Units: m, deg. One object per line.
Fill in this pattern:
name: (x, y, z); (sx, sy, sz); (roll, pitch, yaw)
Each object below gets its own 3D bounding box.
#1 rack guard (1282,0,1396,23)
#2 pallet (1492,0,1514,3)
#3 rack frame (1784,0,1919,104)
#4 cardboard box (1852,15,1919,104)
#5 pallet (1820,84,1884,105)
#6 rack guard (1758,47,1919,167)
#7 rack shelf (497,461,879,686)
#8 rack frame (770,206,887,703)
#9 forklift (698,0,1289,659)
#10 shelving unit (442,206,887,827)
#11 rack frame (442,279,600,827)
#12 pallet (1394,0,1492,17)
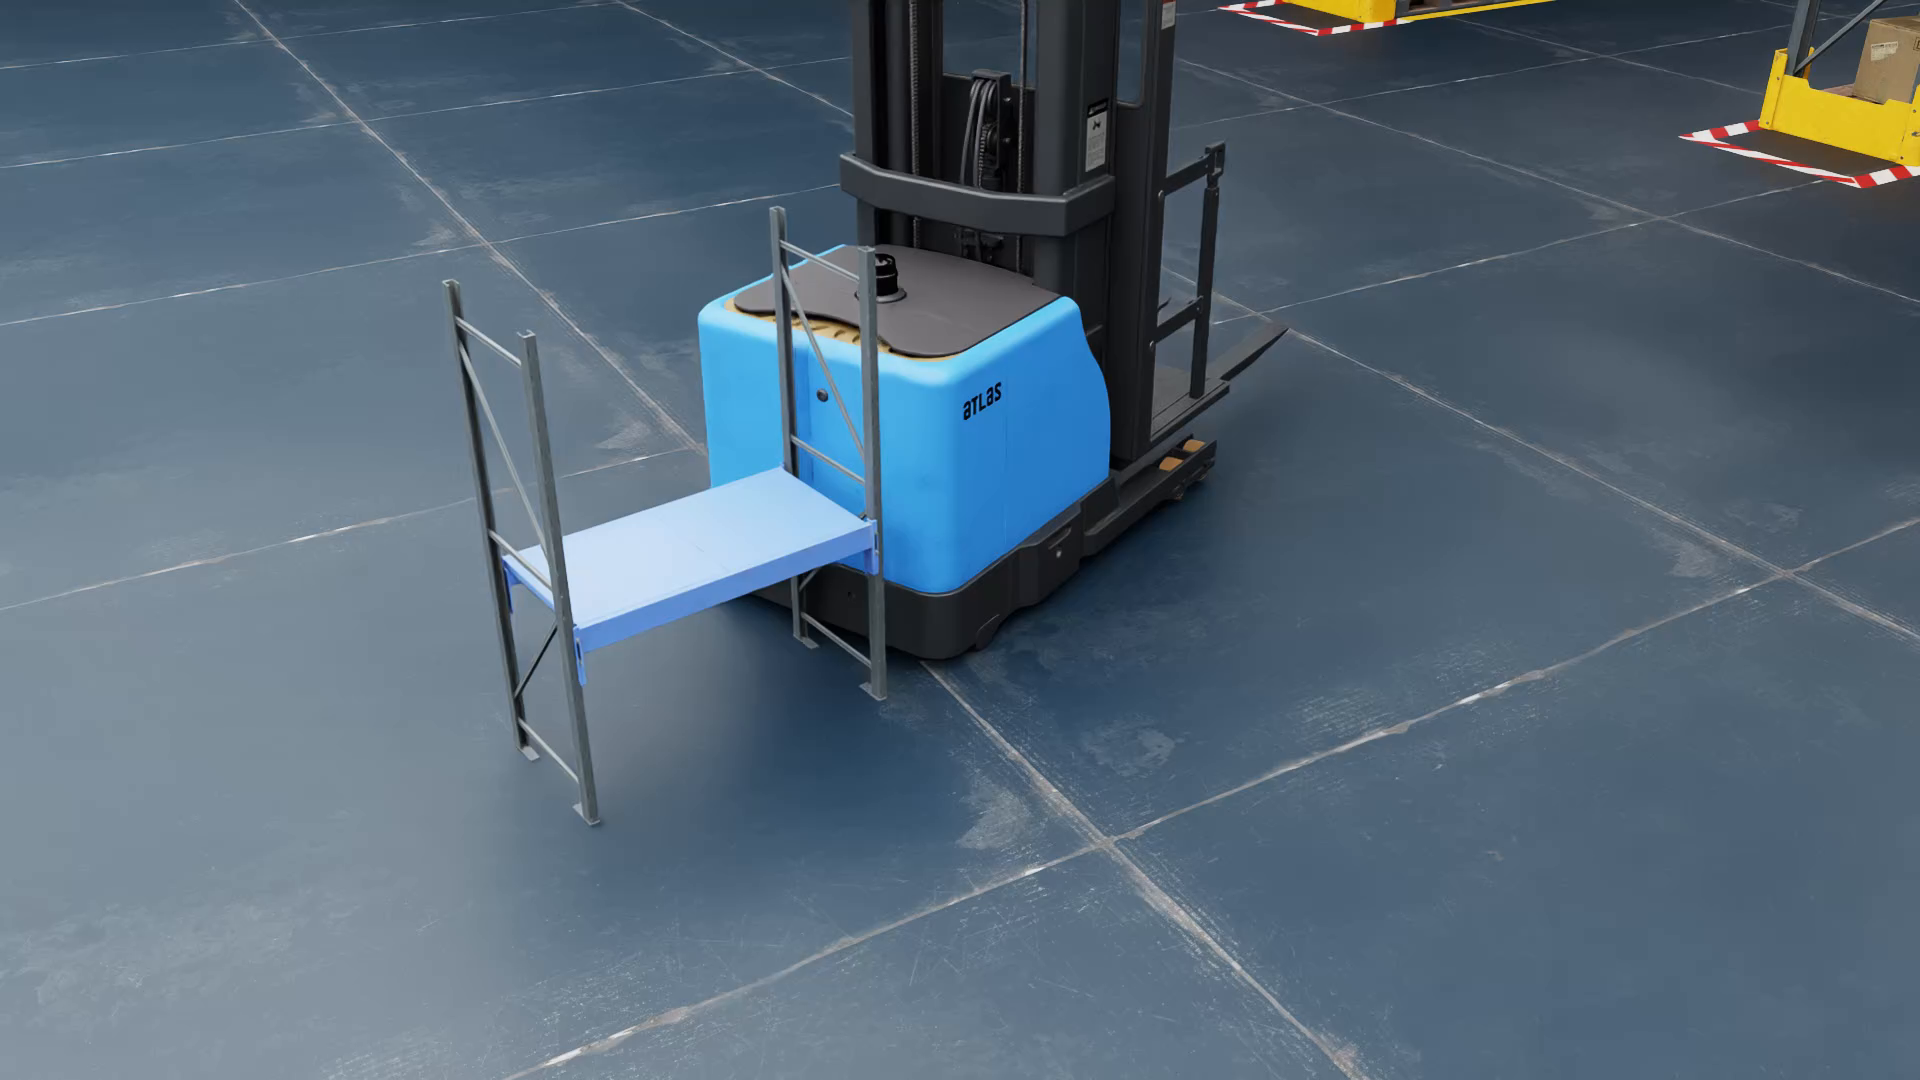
rack guard: (3.354, -4.940, 14.685); (0.348, 0.500, 1.175); (-16, 33, -26)
pallet: (5.107, -5.307, 15.648); (1.213, 0.211, 1.003); (-16, 33, -26)
rack frame: (5.821, -3.933, 10.273); (0.127, 3.000, 1.000); (-16, 33, -26)
cardboard box: (6.368, -3.169, 11.040); (0.500, 0.500, 0.500); (-10, 30, -17)
pallet: (6.605, -2.915, 11.314); (1.213, 0.211, 1.003); (-16, 33, -26)
rack guard: (5.887, -2.857, 10.910); (0.348, 0.500, 1.175); (-16, 33, -26)
rack shelf: (-0.799, 0.072, 4.940); (1.000, 0.185, 0.538); (-21, 35, -33)
rack frame: (-0.399, -0.237, 5.127); (0.032, 1.500, 0.500); (-21, 35, -33)
forklift: (0.371, -1.559, 6.042); (1.130, 2.935, 3.031); (18, 34, 30)
shelving unit: (-0.799, -0.085, 4.853); (1.048, 1.500, 0.538); (-21, 35, -33)
rack frame: (-1.200, 0.066, 4.578); (0.032, 1.500, 0.500); (-21, 35, -33)
pallet: (4.057, -5.011, 15.111); (1.213, 0.211, 1.003); (-16, 33, -26)
